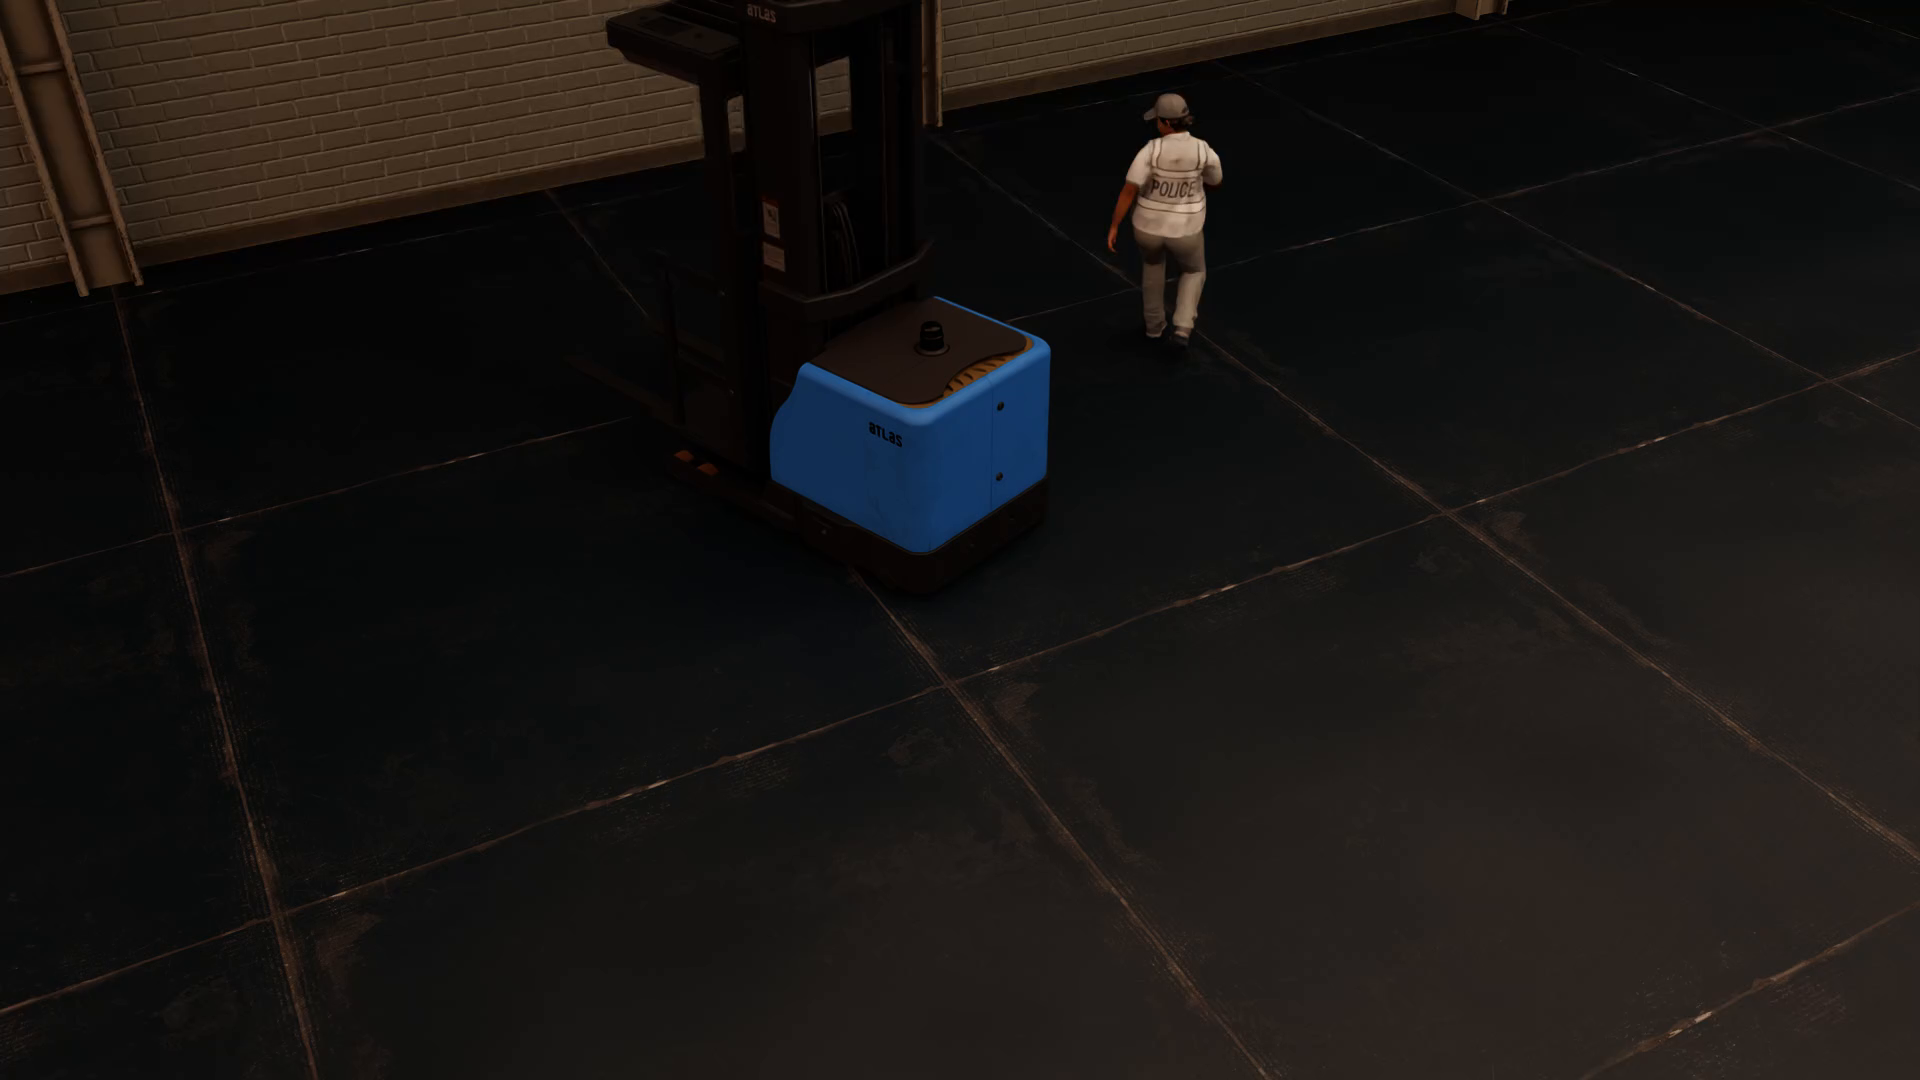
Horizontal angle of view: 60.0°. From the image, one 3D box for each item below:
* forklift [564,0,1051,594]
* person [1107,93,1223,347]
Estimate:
[{"bbox_3d":[-0.977,-1.650,8.457,3.031,2.935,1.130,27,43,33],"label":"forklift"},{"bbox_3d":[1.231,-1.904,9.978,0.630,1.610,0.595,8,36,11],"label":"person"}]
